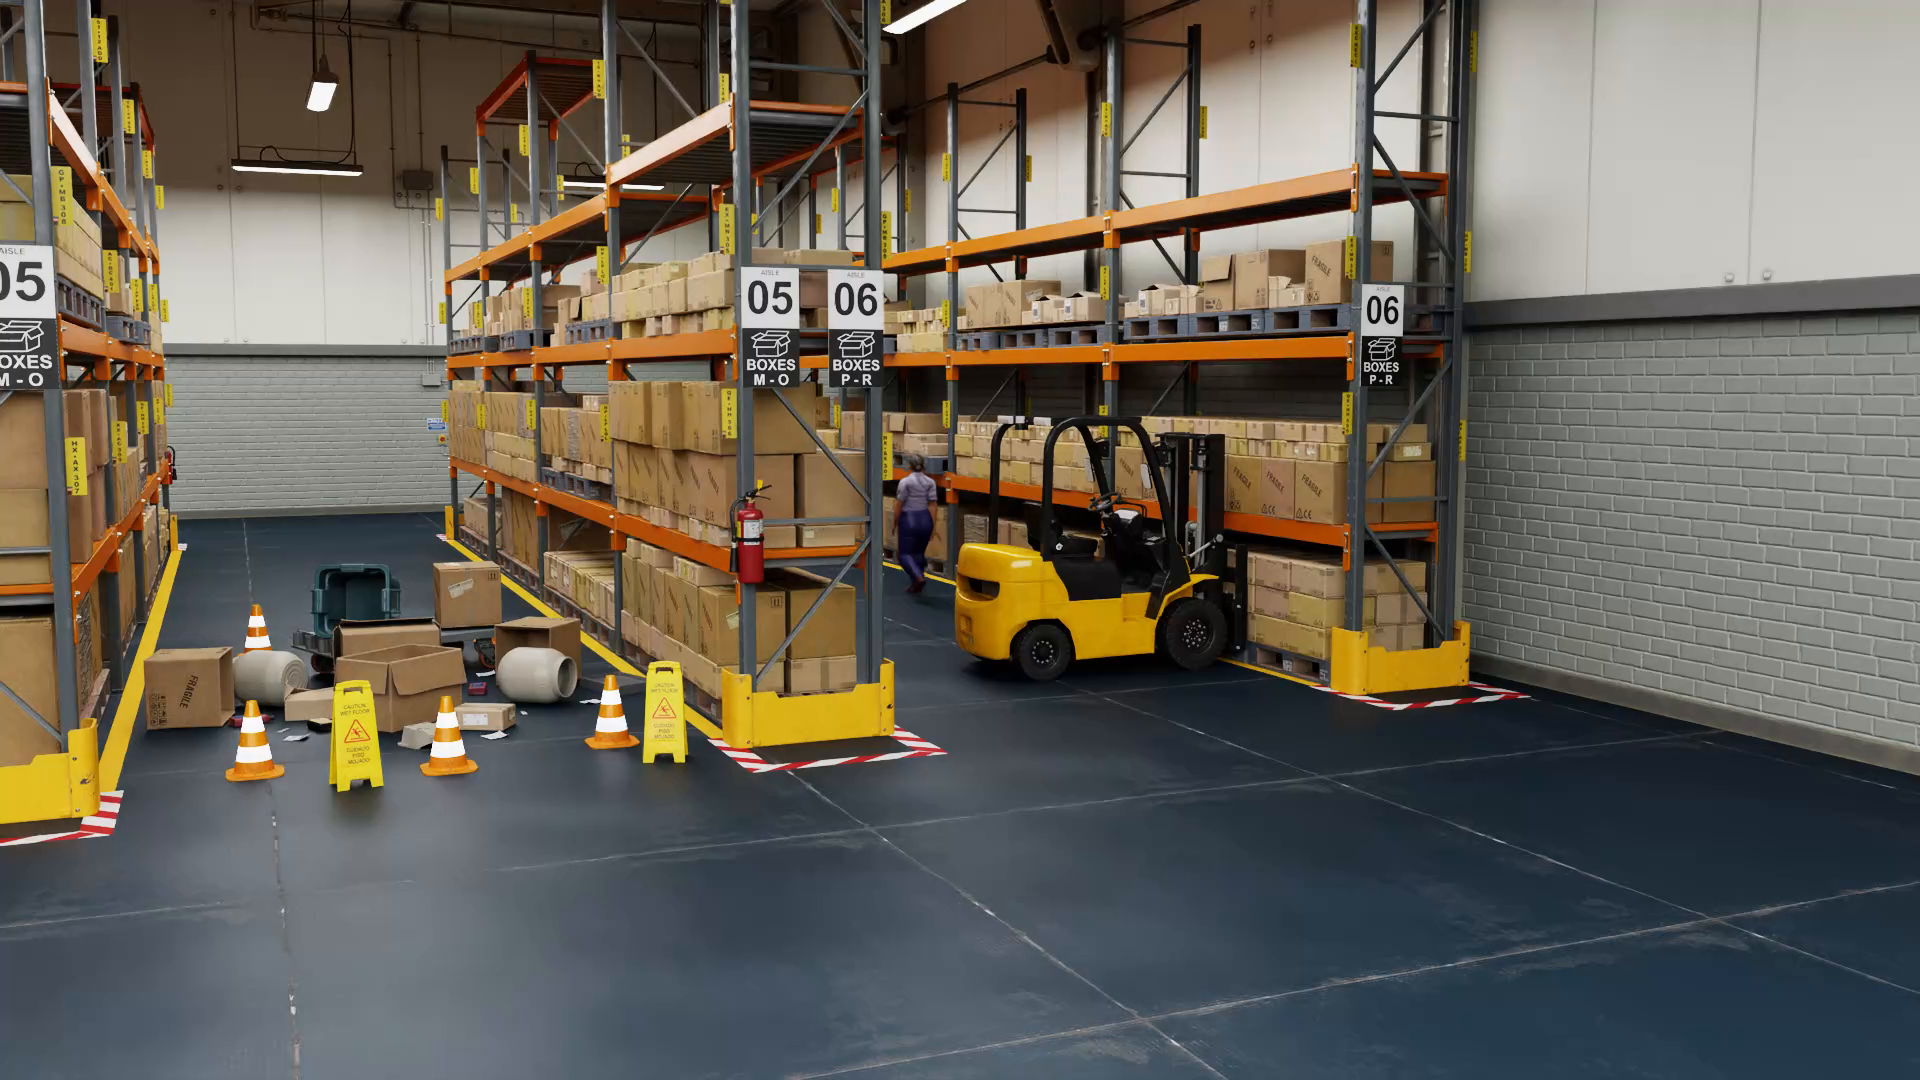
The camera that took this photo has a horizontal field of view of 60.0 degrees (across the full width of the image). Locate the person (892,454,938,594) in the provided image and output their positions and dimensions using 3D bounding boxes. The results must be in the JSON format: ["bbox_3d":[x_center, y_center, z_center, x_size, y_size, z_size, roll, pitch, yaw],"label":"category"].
[{"bbox_3d":[-0.502,-0.167,18.722,0.480,1.608,0.836,-3,6,-27],"label":"person"}]
